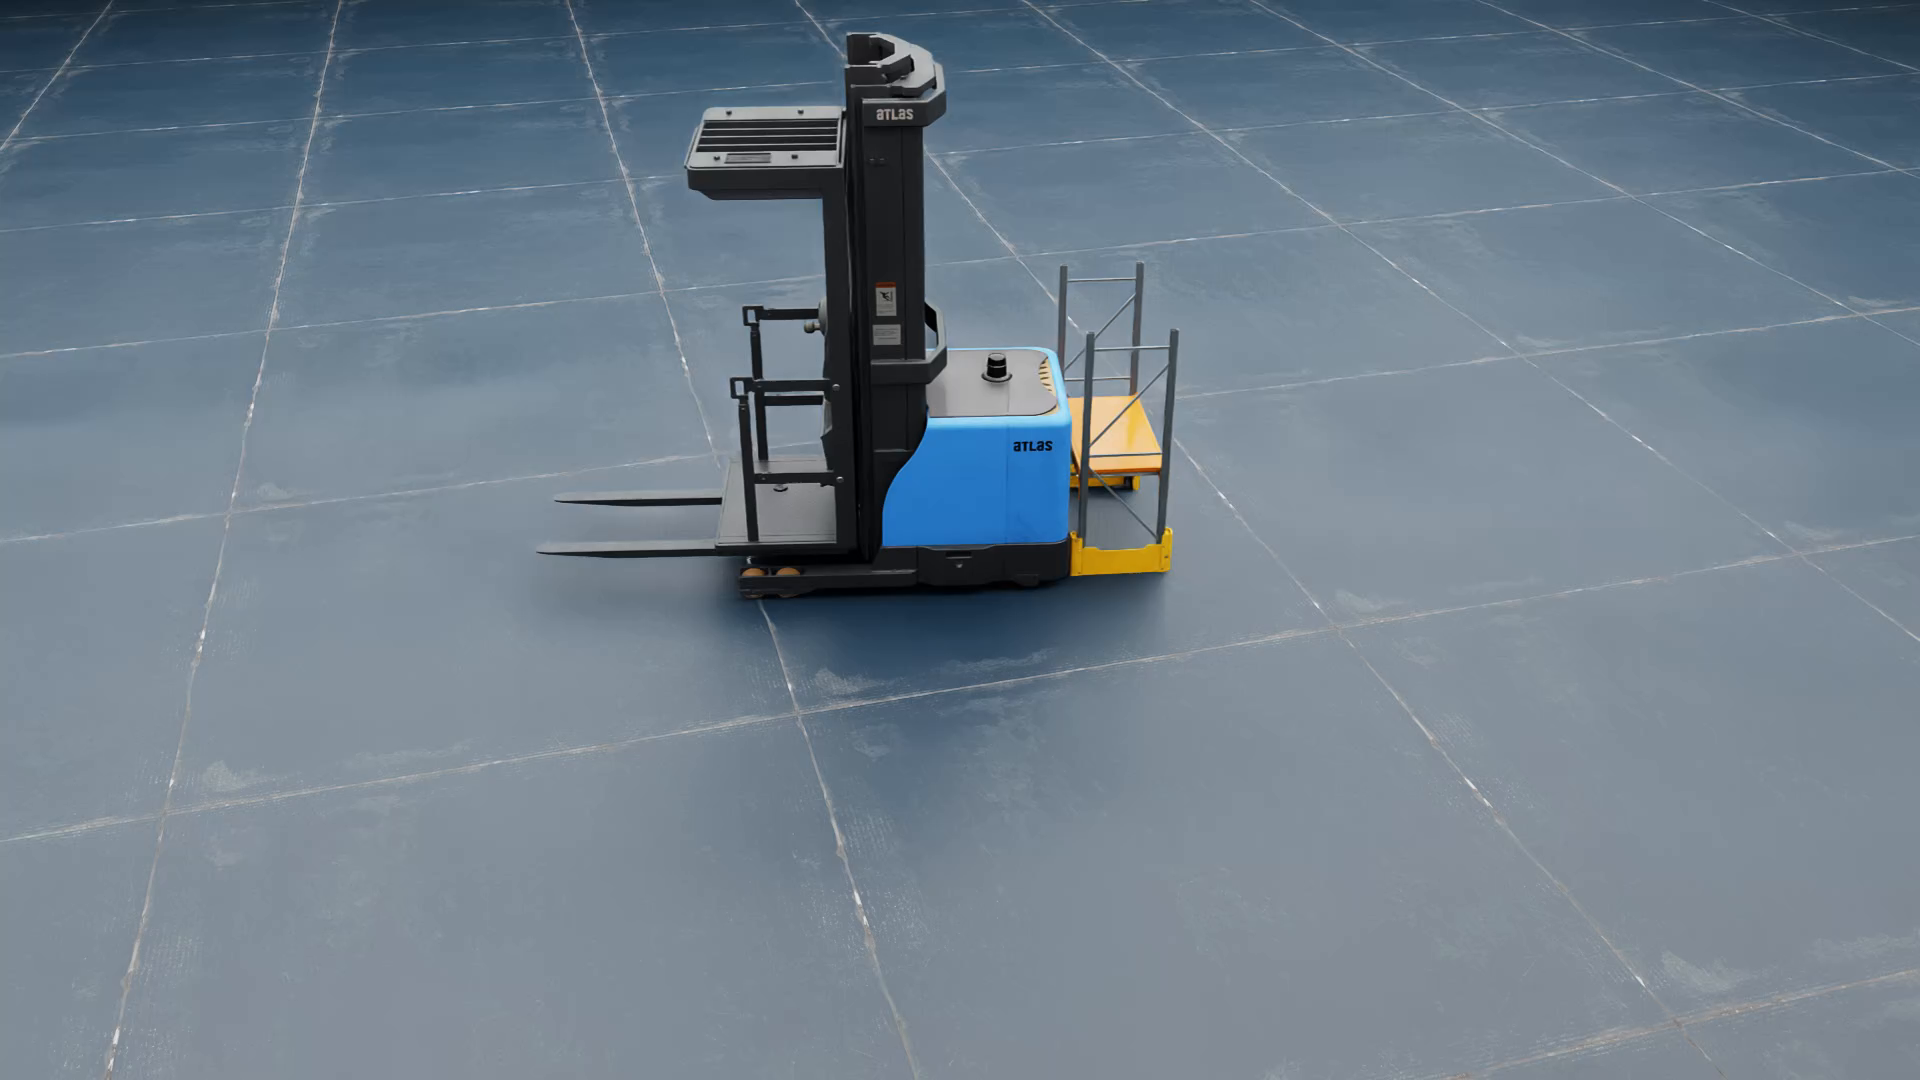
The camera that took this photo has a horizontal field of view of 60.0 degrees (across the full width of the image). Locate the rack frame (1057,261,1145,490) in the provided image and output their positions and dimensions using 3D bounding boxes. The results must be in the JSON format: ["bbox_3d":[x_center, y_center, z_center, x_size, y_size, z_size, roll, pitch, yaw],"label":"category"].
[{"bbox_3d":[0.839,-0.981,10.179,0.500,1.500,0.032,-3,30,-4],"label":"rack frame"}]

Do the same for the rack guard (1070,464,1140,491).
[{"bbox_3d":[0.841,-0.430,10.475,0.587,0.250,0.087,-3,30,-4],"label":"rack guard"}]

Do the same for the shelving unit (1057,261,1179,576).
[{"bbox_3d":[0.884,-0.723,9.732,0.587,1.500,1.083,-3,30,-4],"label":"shelving unit"}]

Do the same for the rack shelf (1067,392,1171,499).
[{"bbox_3d":[0.883,-0.571,9.830,0.538,0.185,1.000,-3,30,-4],"label":"rack shelf"}]

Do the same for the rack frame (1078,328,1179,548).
[{"bbox_3d":[0.927,-0.473,9.302,0.500,1.500,0.032,-3,30,-4],"label":"rack frame"}]

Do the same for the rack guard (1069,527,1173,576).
[{"bbox_3d":[0.927,0.067,9.616,0.587,0.250,0.087,-3,30,-4],"label":"rack guard"}]

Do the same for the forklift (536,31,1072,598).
[{"bbox_3d":[-0.909,-1.210,9.146,3.031,2.935,1.130,-1,30,-2],"label":"forklift"}]
